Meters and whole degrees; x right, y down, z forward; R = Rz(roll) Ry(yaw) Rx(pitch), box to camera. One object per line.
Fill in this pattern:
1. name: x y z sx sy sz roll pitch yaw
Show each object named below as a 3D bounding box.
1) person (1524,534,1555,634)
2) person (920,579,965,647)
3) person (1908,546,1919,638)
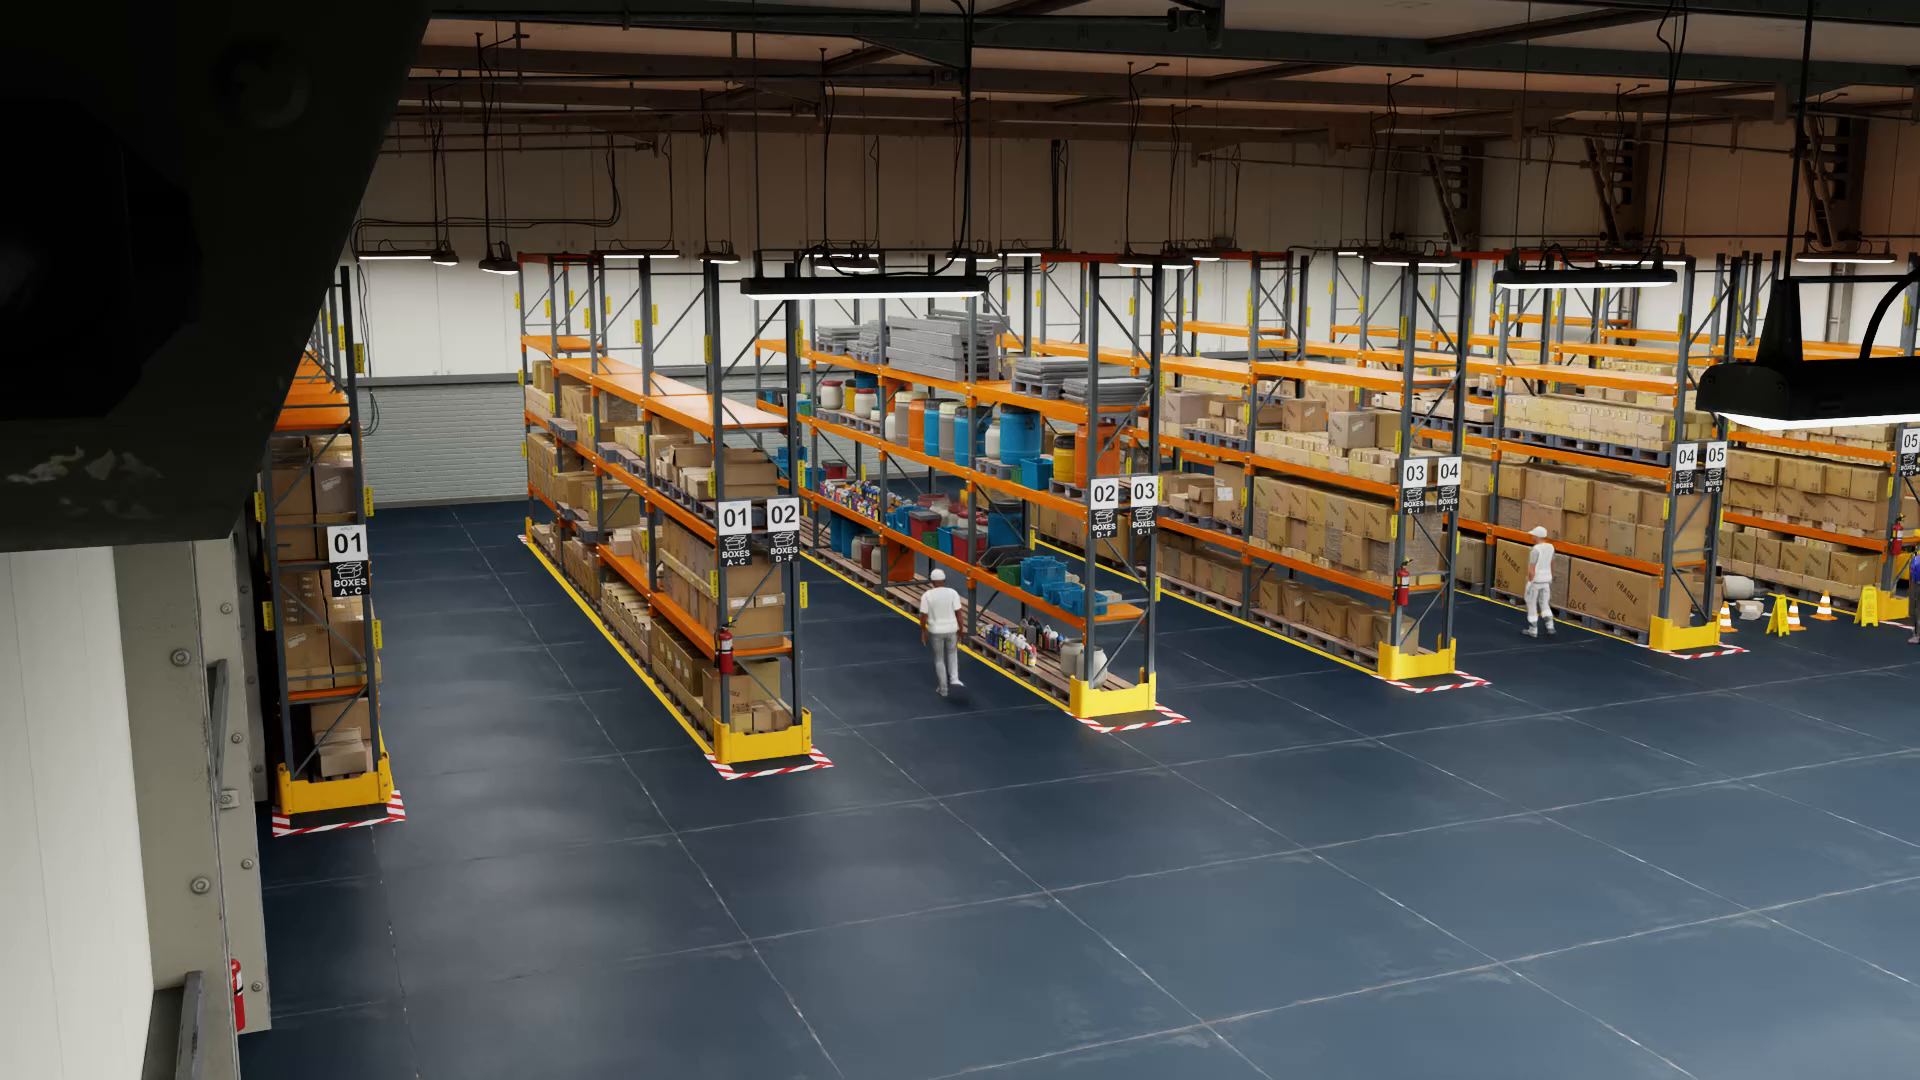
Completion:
1. person: 9.236 0.671 26.424 0.536 1.686 0.449 -4 11 -21
2. person: -0.262 0.961 23.113 0.604 1.046 0.393 -2 11 -13
3. person: 15.220 0.750 26.186 0.614 1.564 0.476 -6 12 -29
